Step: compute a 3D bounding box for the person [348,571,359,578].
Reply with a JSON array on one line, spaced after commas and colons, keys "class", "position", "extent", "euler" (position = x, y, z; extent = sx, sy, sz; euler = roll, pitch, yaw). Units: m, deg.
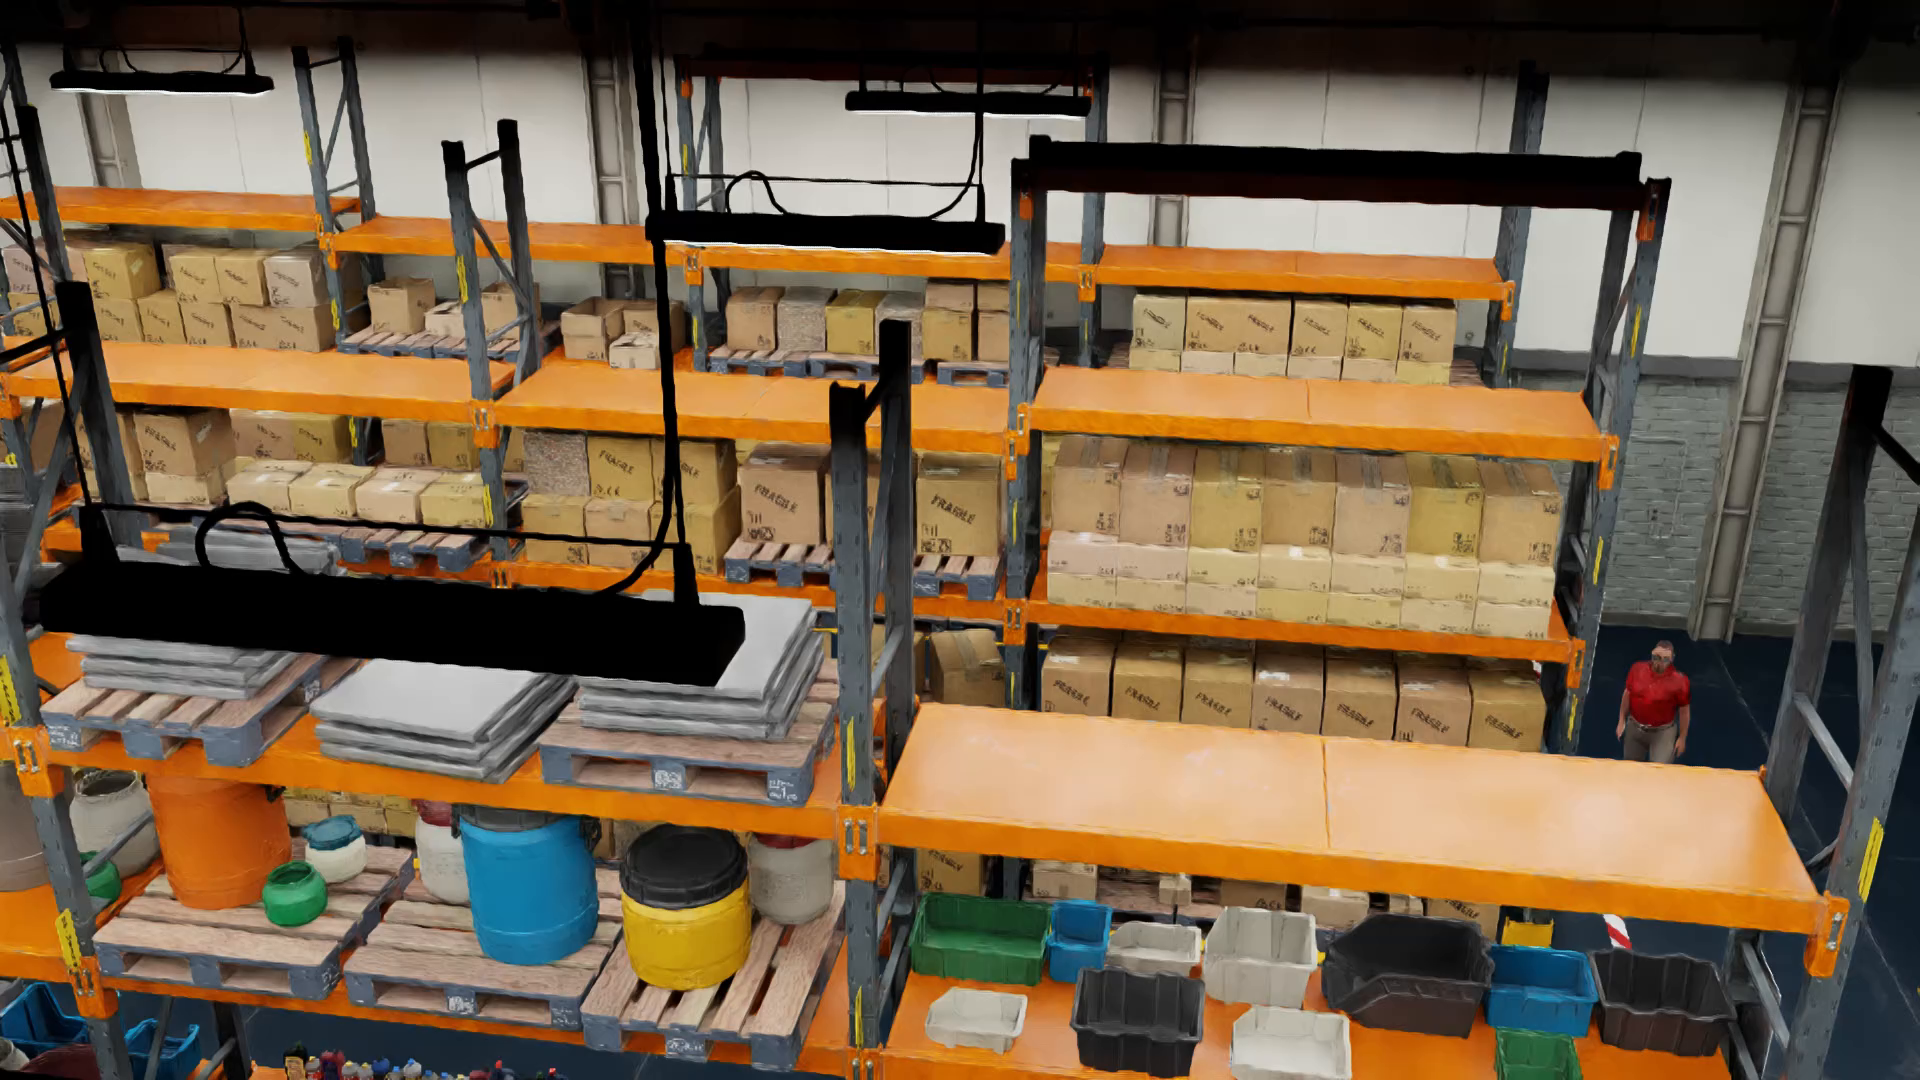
[{"class": "person", "position": [-6.312, 0.527, 17.022], "extent": [1.017, 1.605, 0.445], "euler": [0, 23, 1]}]

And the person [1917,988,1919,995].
[{"class": "person", "position": [7.288, 2.702, 11.719], "extent": [0.568, 1.755, 0.744], "euler": [-19, 29, -37]}]

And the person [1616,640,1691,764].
[{"class": "person", "position": [5.946, 1.649, 14.249], "extent": [0.584, 1.719, 0.772], "euler": [-20, 30, -39]}]
